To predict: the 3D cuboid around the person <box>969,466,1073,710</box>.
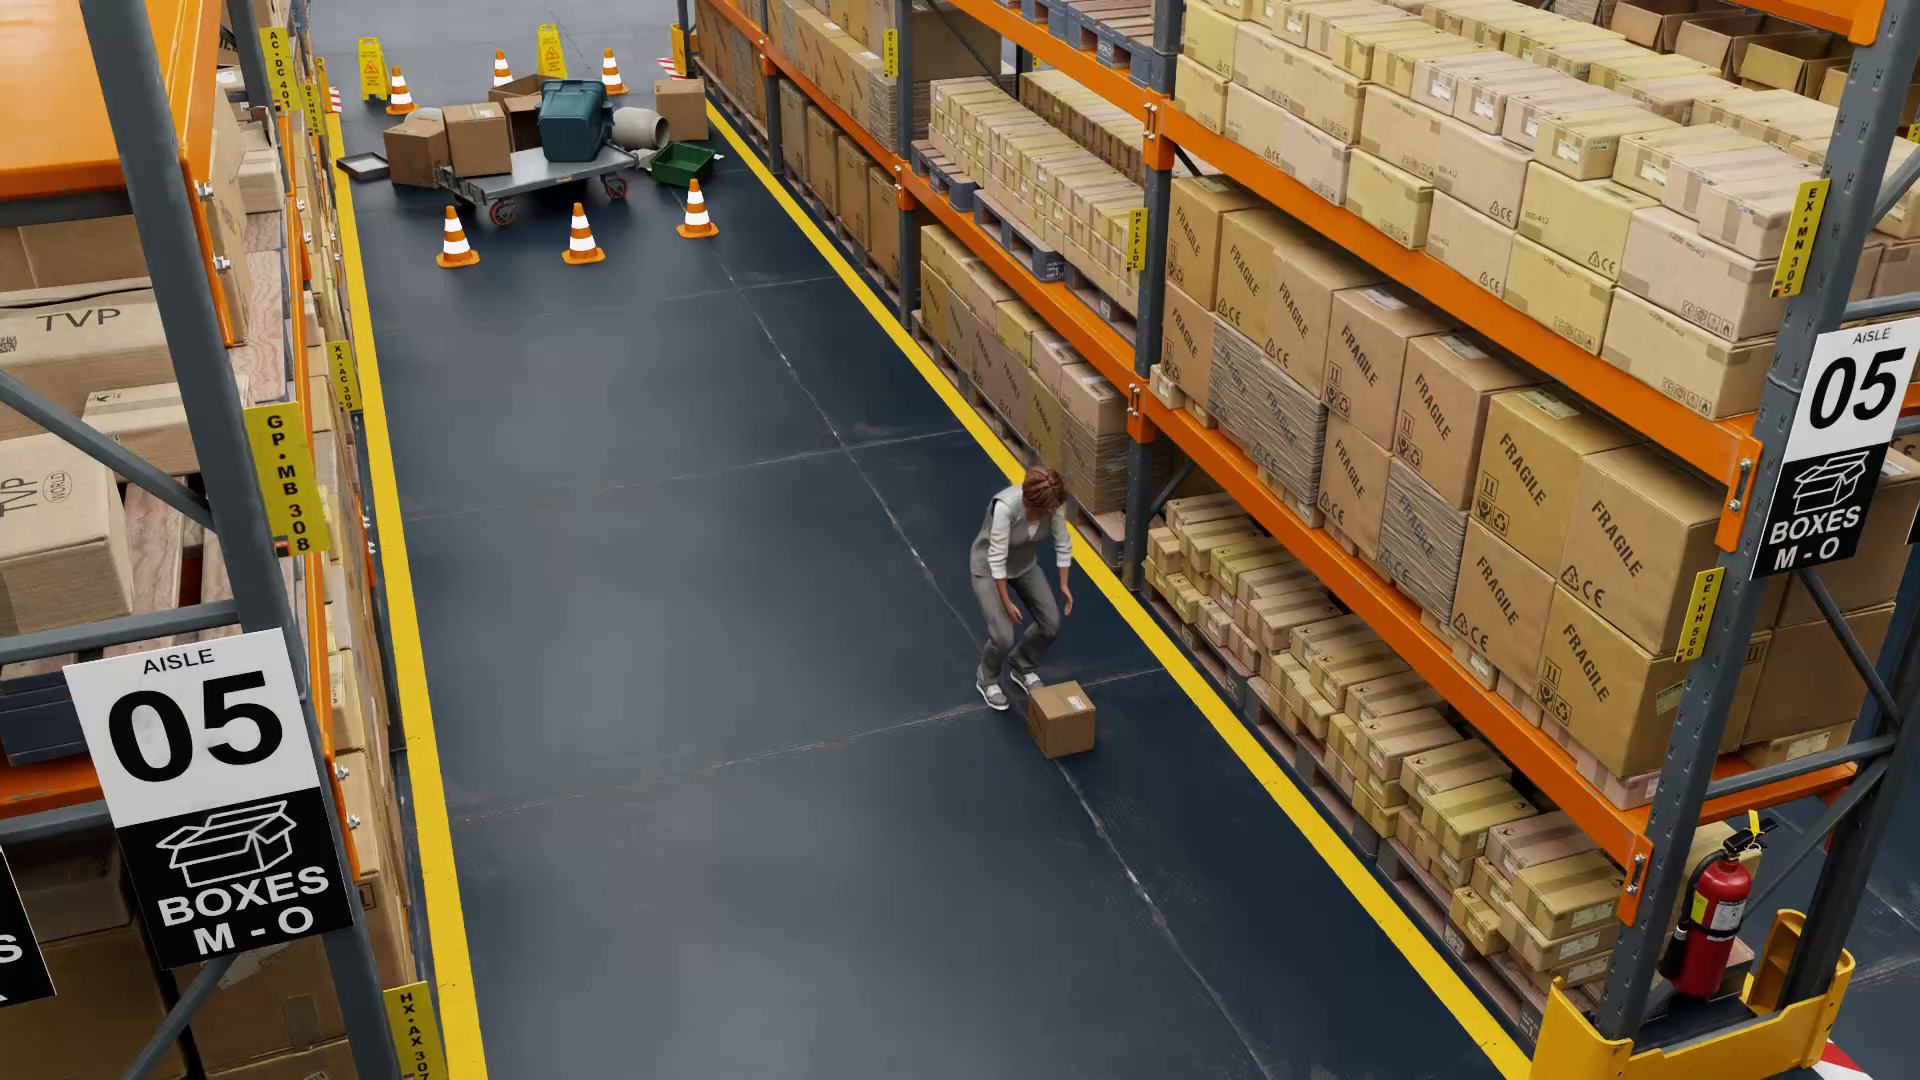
[{"bbox_3d":[0.309,0.198,8.222,0.458,1.385,0.581,-15,34,-24],"label":"person"}]
